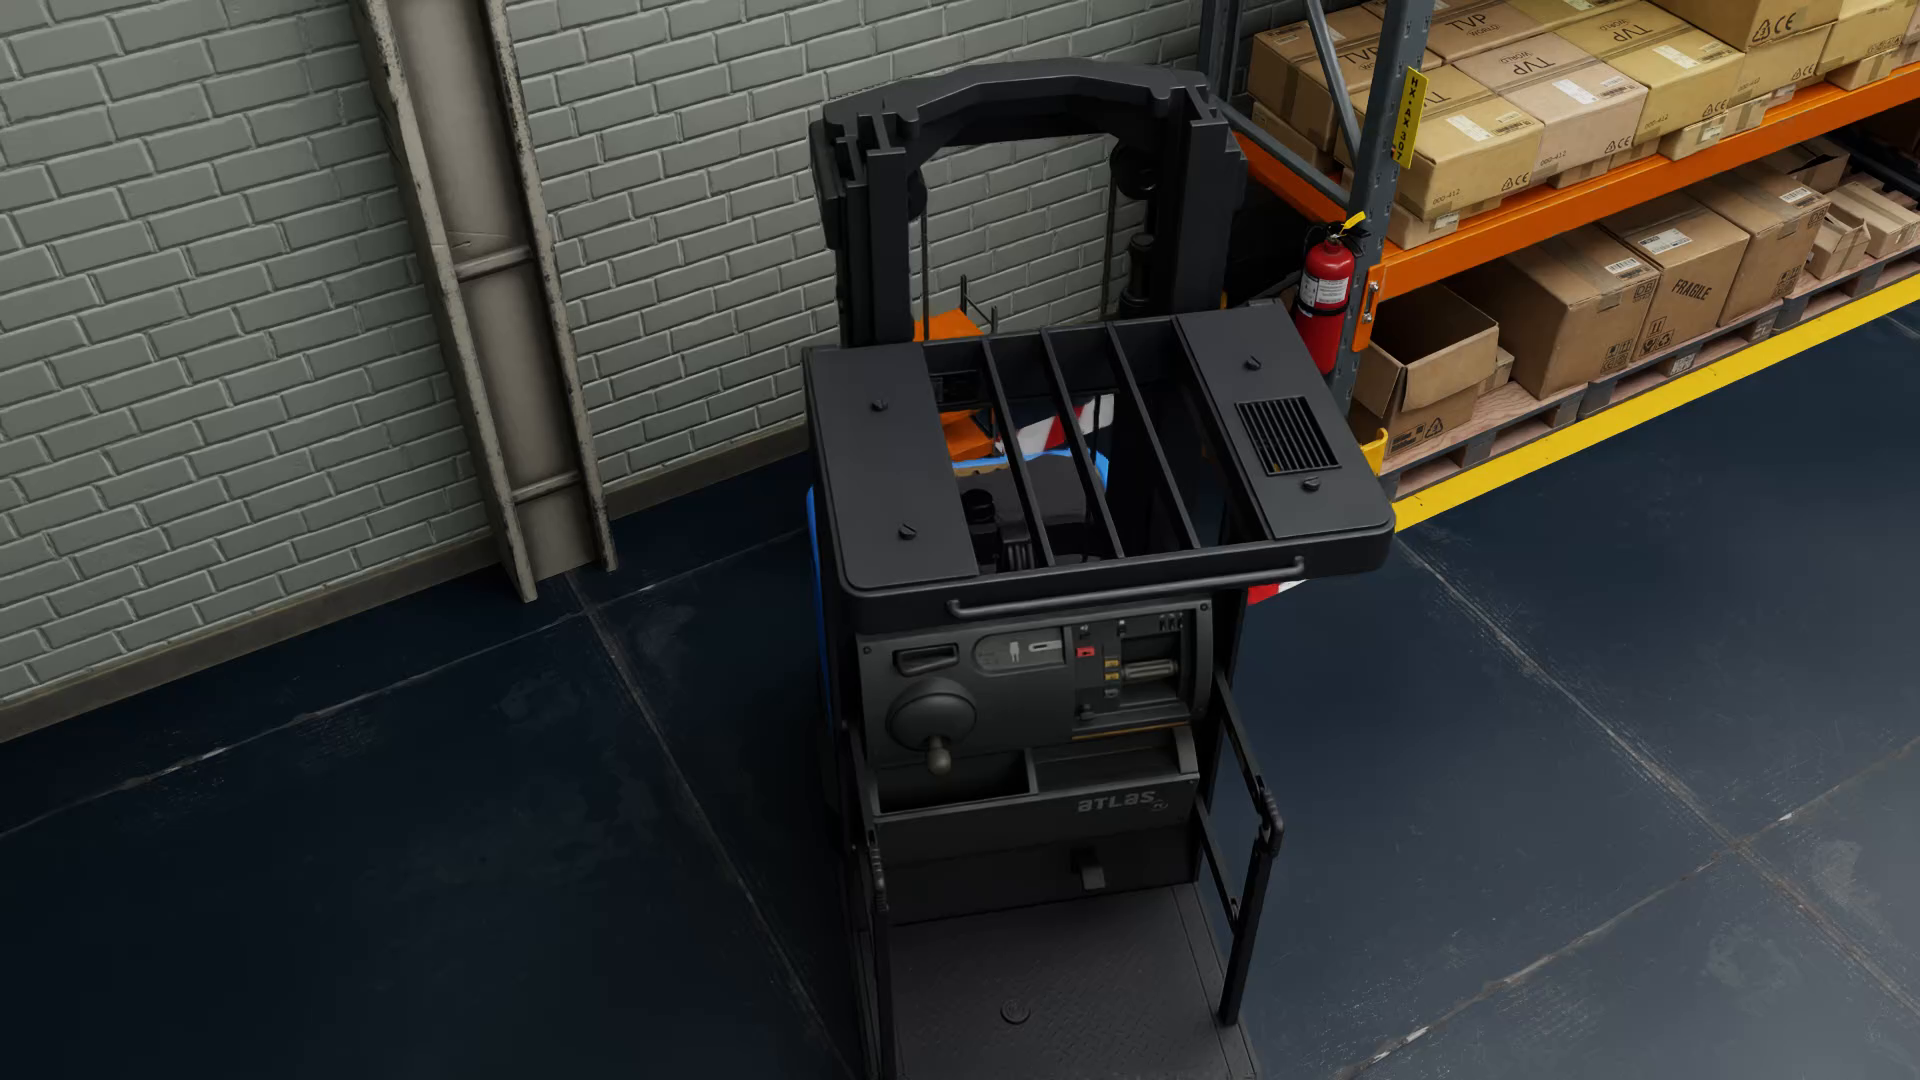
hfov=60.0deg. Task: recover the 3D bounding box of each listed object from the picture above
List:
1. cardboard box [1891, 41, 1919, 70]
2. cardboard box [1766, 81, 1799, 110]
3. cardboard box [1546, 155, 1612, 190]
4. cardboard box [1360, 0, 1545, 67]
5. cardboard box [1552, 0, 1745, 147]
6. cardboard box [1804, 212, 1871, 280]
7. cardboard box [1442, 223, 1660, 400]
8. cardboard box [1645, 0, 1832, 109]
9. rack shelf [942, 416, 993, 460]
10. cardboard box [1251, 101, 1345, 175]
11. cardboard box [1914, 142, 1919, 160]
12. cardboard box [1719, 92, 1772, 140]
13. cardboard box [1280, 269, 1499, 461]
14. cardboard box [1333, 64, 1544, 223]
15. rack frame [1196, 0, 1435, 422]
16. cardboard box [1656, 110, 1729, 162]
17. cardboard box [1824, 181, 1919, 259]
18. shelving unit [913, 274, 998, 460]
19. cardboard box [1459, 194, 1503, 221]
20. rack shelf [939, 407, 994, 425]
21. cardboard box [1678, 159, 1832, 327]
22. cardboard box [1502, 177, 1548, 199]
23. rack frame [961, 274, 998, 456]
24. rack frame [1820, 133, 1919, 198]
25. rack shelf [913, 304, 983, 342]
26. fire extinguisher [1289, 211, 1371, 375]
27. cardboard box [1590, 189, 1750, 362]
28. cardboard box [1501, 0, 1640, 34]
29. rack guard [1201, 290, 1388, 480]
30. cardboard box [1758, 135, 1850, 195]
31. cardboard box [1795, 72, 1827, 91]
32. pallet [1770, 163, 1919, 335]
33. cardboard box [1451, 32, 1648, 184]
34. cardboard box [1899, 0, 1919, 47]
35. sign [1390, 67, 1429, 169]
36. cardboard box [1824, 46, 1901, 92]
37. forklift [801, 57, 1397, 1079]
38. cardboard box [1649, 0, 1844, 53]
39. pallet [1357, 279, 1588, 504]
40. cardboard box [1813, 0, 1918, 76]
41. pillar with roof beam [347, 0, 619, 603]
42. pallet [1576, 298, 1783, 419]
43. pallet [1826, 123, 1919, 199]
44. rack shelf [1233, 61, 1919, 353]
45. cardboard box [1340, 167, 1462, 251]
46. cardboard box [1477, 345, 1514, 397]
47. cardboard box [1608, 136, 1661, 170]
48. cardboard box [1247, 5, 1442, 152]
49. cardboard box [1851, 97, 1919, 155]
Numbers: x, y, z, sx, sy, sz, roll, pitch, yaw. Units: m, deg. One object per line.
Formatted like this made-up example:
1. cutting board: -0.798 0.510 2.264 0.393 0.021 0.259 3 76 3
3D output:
1. cardboard box: 3.828 -2.133 6.974 0.250 0.149 0.380 -21 48 -20
2. cardboard box: 3.150 -1.891 6.725 0.250 0.149 0.380 -22 48 -21
3. cardboard box: 2.259 -1.518 6.341 0.250 0.149 0.380 -20 48 -20
4. cardboard box: 1.894 -1.932 6.481 0.500 0.250 0.500 -22 48 -21
5. cardboard box: 2.582 -1.782 6.326 0.500 0.250 0.500 -23 49 -22
6. cardboard box: 4.001 -1.444 7.746 0.258 0.266 0.396 -20 48 -20
7. cardboard box: 2.518 -1.063 7.185 0.500 0.500 0.700 -20 48 -19
8. cardboard box: 3.015 -1.972 6.522 0.500 0.250 0.500 -23 49 -22
9. rack shelf: -0.144 -0.325 6.320 0.480 0.148 0.258 -22 48 -21
10. cardboard box: 1.333 -1.568 6.392 0.250 0.149 0.380 -22 48 -21
11. cardboard box: 5.179 -2.055 8.207 0.500 0.500 0.500 -20 48 -19
12. cardboard box: 2.961 -1.760 6.590 0.250 0.149 0.380 -21 48 -20
13. cardboard box: 1.757 -0.791 6.902 0.637 0.503 0.797 -24 49 -22
14. cardboard box: 1.707 -1.429 5.963 0.500 0.250 0.500 -22 48 -21
15. rack frame: 1.179 -1.381 6.019 0.127 3.000 1.000 -22 48 -21
16. cardboard box: 2.743 -1.656 6.483 0.250 0.149 0.380 -23 49 -22
17. cardboard box: 4.311 -1.526 7.914 0.250 0.149 0.380 -23 49 -22
18. shelving unit: -0.144 -0.373 6.273 0.503 1.200 0.258 -22 48 -21
19. cardboard box: 1.799 -1.356 6.173 0.250 0.149 0.380 -21 48 -20
20. rack shelf: -0.144 -0.485 6.164 0.480 0.148 0.258 -22 48 -21
21. cardboard box: 3.418 -1.423 7.556 0.500 0.500 0.700 -24 49 -22
22. cardboard box: 2.009 -1.468 6.289 0.250 0.149 0.380 -22 48 -21
23. rack frame: 0.068 -0.458 6.360 0.015 1.200 0.240 -22 48 -21
24. rack frame: 4.648 -2.769 7.449 0.127 3.000 1.000 -22 48 -21
25. rack shelf: -0.144 -0.655 5.999 0.480 0.148 0.258 -22 48 -21
26. fire extinguisher: 1.282 -0.890 5.836 0.183 0.674 0.296 -22 48 -21
27. cardboard box: 3.026 -1.186 7.312 0.500 0.500 0.500 -21 48 -20
28. cardboard box: 2.325 -2.101 6.655 0.500 0.250 0.500 -20 48 -20
29. rack guard: 1.245 -0.511 6.917 0.348 0.500 1.175 -22 48 -21
30. cardboard box: 3.957 -1.868 8.150 0.500 0.311 0.500 -20 48 -20
31. cardboard box: 3.341 -2.005 6.843 0.250 0.149 0.380 -21 48 -20
32. pallet: 4.052 -1.531 8.176 1.213 0.211 1.003 -22 48 -21
33. cardboard box: 2.144 -1.604 6.143 0.500 0.250 0.500 -21 48 -21
34. cardboard box: 3.901 -2.315 6.876 0.500 0.250 0.500 -22 48 -21
35. sign: 1.450 -1.364 5.380 0.005 0.325 0.100 -22 48 -21
36. cardboard box: 3.620 -2.027 6.866 0.250 0.149 0.380 -22 48 -22
37. forklift: 0.241 0.464 4.167 1.130 2.935 3.031 -7 45 -7
38. cardboard box: 3.007 -2.219 6.238 0.500 0.500 0.500 -21 48 -20
39. pallet: 1.936 -0.684 7.303 1.213 0.211 1.003 -22 48 -21
40. cardboard box: 3.462 -2.150 6.706 0.500 0.250 0.500 -22 48 -21
41. pillar with roof beam: 0.537 -0.543 0.848 0.400 9.000 9.100 -22 48 -21
42. pallet: 2.993 -1.104 7.737 1.213 0.211 1.003 -22 48 -21
43. pallet: 5.334 -2.073 8.735 1.213 0.211 1.003 -22 48 -21
44. rack shelf: 2.914 -1.817 6.985 4.000 0.370 1.077 -22 48 -21
45. cardboard box: 1.601 -1.239 6.054 0.250 0.149 0.380 -22 48 -21
46. cardboard box: 2.145 -0.788 7.153 0.250 0.149 0.380 -24 49 -22
47. cardboard box: 2.486 -1.614 6.440 0.250 0.149 0.380 -21 48 -20
48. cardboard box: 1.446 -1.754 6.298 0.500 0.250 0.500 -20 48 -20
49. cardboard box: 4.926 -2.372 8.533 0.500 0.500 0.500 -22 48 -21
